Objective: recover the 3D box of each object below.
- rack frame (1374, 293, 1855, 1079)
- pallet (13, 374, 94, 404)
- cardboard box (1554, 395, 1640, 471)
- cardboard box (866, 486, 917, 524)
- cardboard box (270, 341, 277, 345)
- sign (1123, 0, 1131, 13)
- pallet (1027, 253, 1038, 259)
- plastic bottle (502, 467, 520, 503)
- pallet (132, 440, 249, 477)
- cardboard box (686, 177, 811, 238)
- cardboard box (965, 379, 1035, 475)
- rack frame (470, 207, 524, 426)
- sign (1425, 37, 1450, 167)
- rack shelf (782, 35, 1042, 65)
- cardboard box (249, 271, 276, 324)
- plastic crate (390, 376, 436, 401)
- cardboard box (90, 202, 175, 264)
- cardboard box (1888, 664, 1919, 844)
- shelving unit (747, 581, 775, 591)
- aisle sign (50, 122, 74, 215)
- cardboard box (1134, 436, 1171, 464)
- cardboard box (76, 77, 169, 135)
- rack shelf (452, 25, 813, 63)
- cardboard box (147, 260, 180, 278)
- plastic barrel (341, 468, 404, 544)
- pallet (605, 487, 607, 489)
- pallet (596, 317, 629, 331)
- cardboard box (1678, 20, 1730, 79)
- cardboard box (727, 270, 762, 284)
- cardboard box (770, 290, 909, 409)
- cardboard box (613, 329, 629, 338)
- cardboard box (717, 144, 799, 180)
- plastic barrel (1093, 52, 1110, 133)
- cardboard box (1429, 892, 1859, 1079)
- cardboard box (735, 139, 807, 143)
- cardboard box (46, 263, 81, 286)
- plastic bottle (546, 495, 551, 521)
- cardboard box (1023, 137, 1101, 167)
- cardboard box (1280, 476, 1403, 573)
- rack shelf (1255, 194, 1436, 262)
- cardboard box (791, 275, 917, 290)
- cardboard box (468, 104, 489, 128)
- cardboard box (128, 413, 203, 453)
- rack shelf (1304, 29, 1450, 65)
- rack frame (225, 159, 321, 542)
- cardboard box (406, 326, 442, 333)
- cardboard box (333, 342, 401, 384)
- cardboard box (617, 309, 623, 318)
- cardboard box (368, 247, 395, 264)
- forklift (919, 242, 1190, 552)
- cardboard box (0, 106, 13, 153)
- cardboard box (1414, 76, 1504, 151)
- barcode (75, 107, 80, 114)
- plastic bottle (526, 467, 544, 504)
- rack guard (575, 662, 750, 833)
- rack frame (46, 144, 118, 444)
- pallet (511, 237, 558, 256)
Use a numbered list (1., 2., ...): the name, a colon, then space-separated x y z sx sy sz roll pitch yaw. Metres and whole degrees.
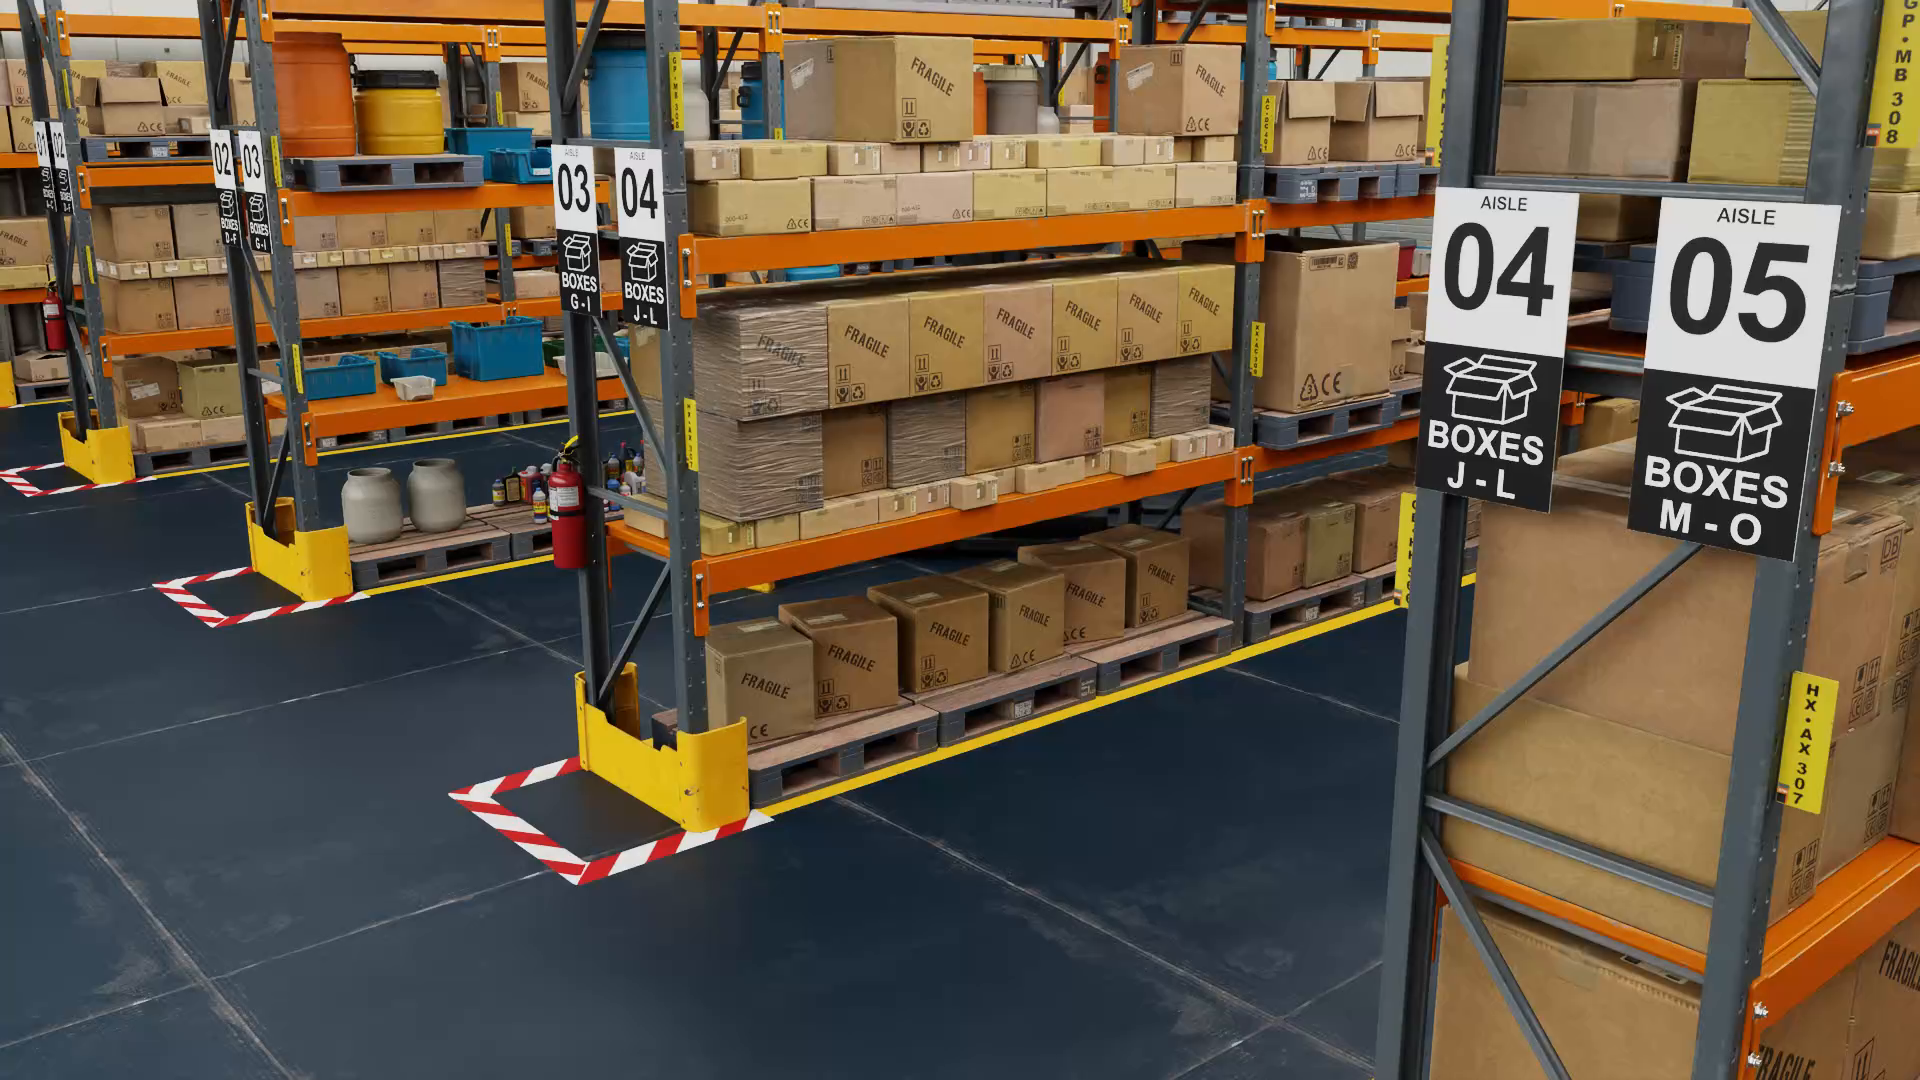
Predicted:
1. rack frame: 1.601 0.817 4.380 0.127 3.000 1.000 -13 19 -39
2. pallet: -10.640 -1.855 19.787 1.213 0.211 1.003 -13 19 -39
3. cardboard box: 4.990 -0.810 13.775 0.875 0.875 1.225 -14 20 -42
4. cardboard box: -0.440 -0.212 8.717 0.250 0.149 0.380 -13 19 -39
5. cardboard box: -8.700 -2.484 21.374 0.380 0.166 0.250 13 20 40
6. sign: 1.571 -5.122 15.613 0.005 0.325 0.100 -13 19 -39
7. pallet: 0.299 -3.921 22.489 1.213 0.211 1.003 -13 19 -39
8. plastic bottle: -3.656 -0.450 13.534 0.133 0.283 0.061 -12 19 -38
9. pallet: -7.530 -0.886 16.156 1.213 0.211 1.003 -13 19 -39
10. cardboard box: -1.046 -1.574 7.808 0.500 0.250 0.500 -12 19 -38
11. cardboard box: -0.057 -0.713 9.335 0.500 0.500 0.875 -13 19 -39
12. rack frame: -5.061 -2.773 17.818 0.127 3.000 1.000 -13 19 -39
13. sign: 1.255 -1.130 4.293 0.005 0.325 0.100 -13 19 -39
14. rack shelf: -0.535 -6.147 20.993 4.000 0.370 1.077 -13 19 -39
15. cardboard box: -6.947 -2.393 16.202 0.500 0.500 0.700 -12 19 -39
16. plastic crate: -3.944 -1.092 12.036 0.250 0.136 0.298 -13 19 -39
17. cardboard box: -7.679 -2.856 15.421 0.500 0.500 0.700 -13 19 -39
18. cardboard box: 2.756 0.505 5.257 0.550 0.550 0.875 -13 19 -39
19. shelving unit: -1.349 -0.515 12.273 0.587 1.500 1.083 8 17 29
20. aisle sign: -7.927 -3.280 14.681 0.004 0.787 0.394 -13 19 -39
21. cardboard box: 1.047 -0.557 10.011 0.250 0.149 0.380 -13 19 -39
22. cardboard box: -7.643 -3.961 15.170 0.637 0.503 0.797 -11 18 -36
23. rack shelf: -3.553 -5.469 18.457 4.000 0.370 1.077 -13 19 -39
24. cardboard box: -7.444 -2.527 15.446 0.250 0.149 0.380 -13 20 -41
25. plastic barrel: -4.384 -0.257 12.409 0.421 0.512 0.421 0 15 0
26. pallet: -2.347 -0.355 14.170 1.213 0.211 1.003 -13 19 -39
27. pallet: -4.654 -3.186 24.768 1.213 0.211 1.003 -13 19 -39
28. cardboard box: 1.821 -1.313 4.473 0.250 0.149 0.380 -13 19 -39
29. cardboard box: -2.541 -3.123 19.615 0.250 0.149 0.380 -13 19 -39
30. cardboard box: -0.603 -0.964 8.341 0.500 0.500 0.500 -13 19 -39
31. cardboard box: -3.796 -2.300 19.477 0.500 0.311 0.500 -13 20 -40
32. cardboard box: -0.960 -1.762 7.740 0.250 0.149 0.380 -12 19 -38
33. plastic barrel: 1.635 -4.441 16.603 0.708 0.830 0.600 -13 19 -39
34. cardboard box: 2.069 1.513 5.078 0.875 0.875 0.875 -13 19 -39
35. cardboard box: -0.993 -1.979 8.553 0.250 0.149 0.380 -13 19 -39
36. cardboard box: -10.375 -3.108 19.324 0.500 0.250 0.500 -13 20 -41
37. plastic bottle: -3.180 -0.255 12.961 0.097 0.201 0.097 0 15 0
38. cardboard box: 0.555 -2.134 9.131 0.250 0.149 0.380 -12 19 -37
39. cardboard box: 2.710 -0.120 11.879 0.700 0.500 0.500 14 20 42
40. rack shelf: 2.947 -2.284 11.570 4.000 0.370 1.077 -13 19 -39
41. cardboard box: -0.574 -1.152 9.044 0.500 0.500 0.500 -13 19 -39
42. cardboard box: -6.337 -5.721 22.805 0.637 0.503 0.797 -9 18 -32
43. cardboard box: -7.528 -1.017 15.760 0.500 0.250 0.500 -13 19 -39
44. rack shelf: 5.731 -5.859 19.918 4.000 0.370 1.077 -13 19 -39
45. rack frame: -4.830 -1.130 11.669 0.127 3.000 1.000 -13 19 -39
46. cardboard box: -7.415 -2.967 22.535 0.500 0.500 0.700 -13 20 -40
47. cardboard box: -6.027 -1.721 16.940 0.500 0.500 0.500 -13 19 -39
48. cardboard box: -4.658 -3.677 24.557 0.750 0.750 0.750 -13 20 -40
49. cardboard box: -5.895 -2.875 16.749 0.250 0.149 0.380 -13 20 -40
50. forklift: 0.684 -1.396 12.797 3.031 2.935 1.130 1 15 5
51. cardboard box: -10.917 -4.574 18.516 0.500 0.500 0.500 -12 19 -38
52. cardboard box: 3.497 -2.961 11.547 0.500 0.500 0.500 -12 19 -38
53. barcode: -8.168 -3.970 15.362 0.075 0.075 0.001 -13 19 -39
54. plastic bottle: -3.454 -0.444 13.509 0.133 0.283 0.061 -13 19 -39
55. rack guard: -1.522 1.029 8.430 0.348 0.500 1.175 -13 19 -39
56. rack frame: -8.079 -2.095 15.281 0.127 3.000 1.000 -13 19 -39
57. pallet: -5.766 -4.180 23.458 1.003 0.211 1.213 -13 19 -39
